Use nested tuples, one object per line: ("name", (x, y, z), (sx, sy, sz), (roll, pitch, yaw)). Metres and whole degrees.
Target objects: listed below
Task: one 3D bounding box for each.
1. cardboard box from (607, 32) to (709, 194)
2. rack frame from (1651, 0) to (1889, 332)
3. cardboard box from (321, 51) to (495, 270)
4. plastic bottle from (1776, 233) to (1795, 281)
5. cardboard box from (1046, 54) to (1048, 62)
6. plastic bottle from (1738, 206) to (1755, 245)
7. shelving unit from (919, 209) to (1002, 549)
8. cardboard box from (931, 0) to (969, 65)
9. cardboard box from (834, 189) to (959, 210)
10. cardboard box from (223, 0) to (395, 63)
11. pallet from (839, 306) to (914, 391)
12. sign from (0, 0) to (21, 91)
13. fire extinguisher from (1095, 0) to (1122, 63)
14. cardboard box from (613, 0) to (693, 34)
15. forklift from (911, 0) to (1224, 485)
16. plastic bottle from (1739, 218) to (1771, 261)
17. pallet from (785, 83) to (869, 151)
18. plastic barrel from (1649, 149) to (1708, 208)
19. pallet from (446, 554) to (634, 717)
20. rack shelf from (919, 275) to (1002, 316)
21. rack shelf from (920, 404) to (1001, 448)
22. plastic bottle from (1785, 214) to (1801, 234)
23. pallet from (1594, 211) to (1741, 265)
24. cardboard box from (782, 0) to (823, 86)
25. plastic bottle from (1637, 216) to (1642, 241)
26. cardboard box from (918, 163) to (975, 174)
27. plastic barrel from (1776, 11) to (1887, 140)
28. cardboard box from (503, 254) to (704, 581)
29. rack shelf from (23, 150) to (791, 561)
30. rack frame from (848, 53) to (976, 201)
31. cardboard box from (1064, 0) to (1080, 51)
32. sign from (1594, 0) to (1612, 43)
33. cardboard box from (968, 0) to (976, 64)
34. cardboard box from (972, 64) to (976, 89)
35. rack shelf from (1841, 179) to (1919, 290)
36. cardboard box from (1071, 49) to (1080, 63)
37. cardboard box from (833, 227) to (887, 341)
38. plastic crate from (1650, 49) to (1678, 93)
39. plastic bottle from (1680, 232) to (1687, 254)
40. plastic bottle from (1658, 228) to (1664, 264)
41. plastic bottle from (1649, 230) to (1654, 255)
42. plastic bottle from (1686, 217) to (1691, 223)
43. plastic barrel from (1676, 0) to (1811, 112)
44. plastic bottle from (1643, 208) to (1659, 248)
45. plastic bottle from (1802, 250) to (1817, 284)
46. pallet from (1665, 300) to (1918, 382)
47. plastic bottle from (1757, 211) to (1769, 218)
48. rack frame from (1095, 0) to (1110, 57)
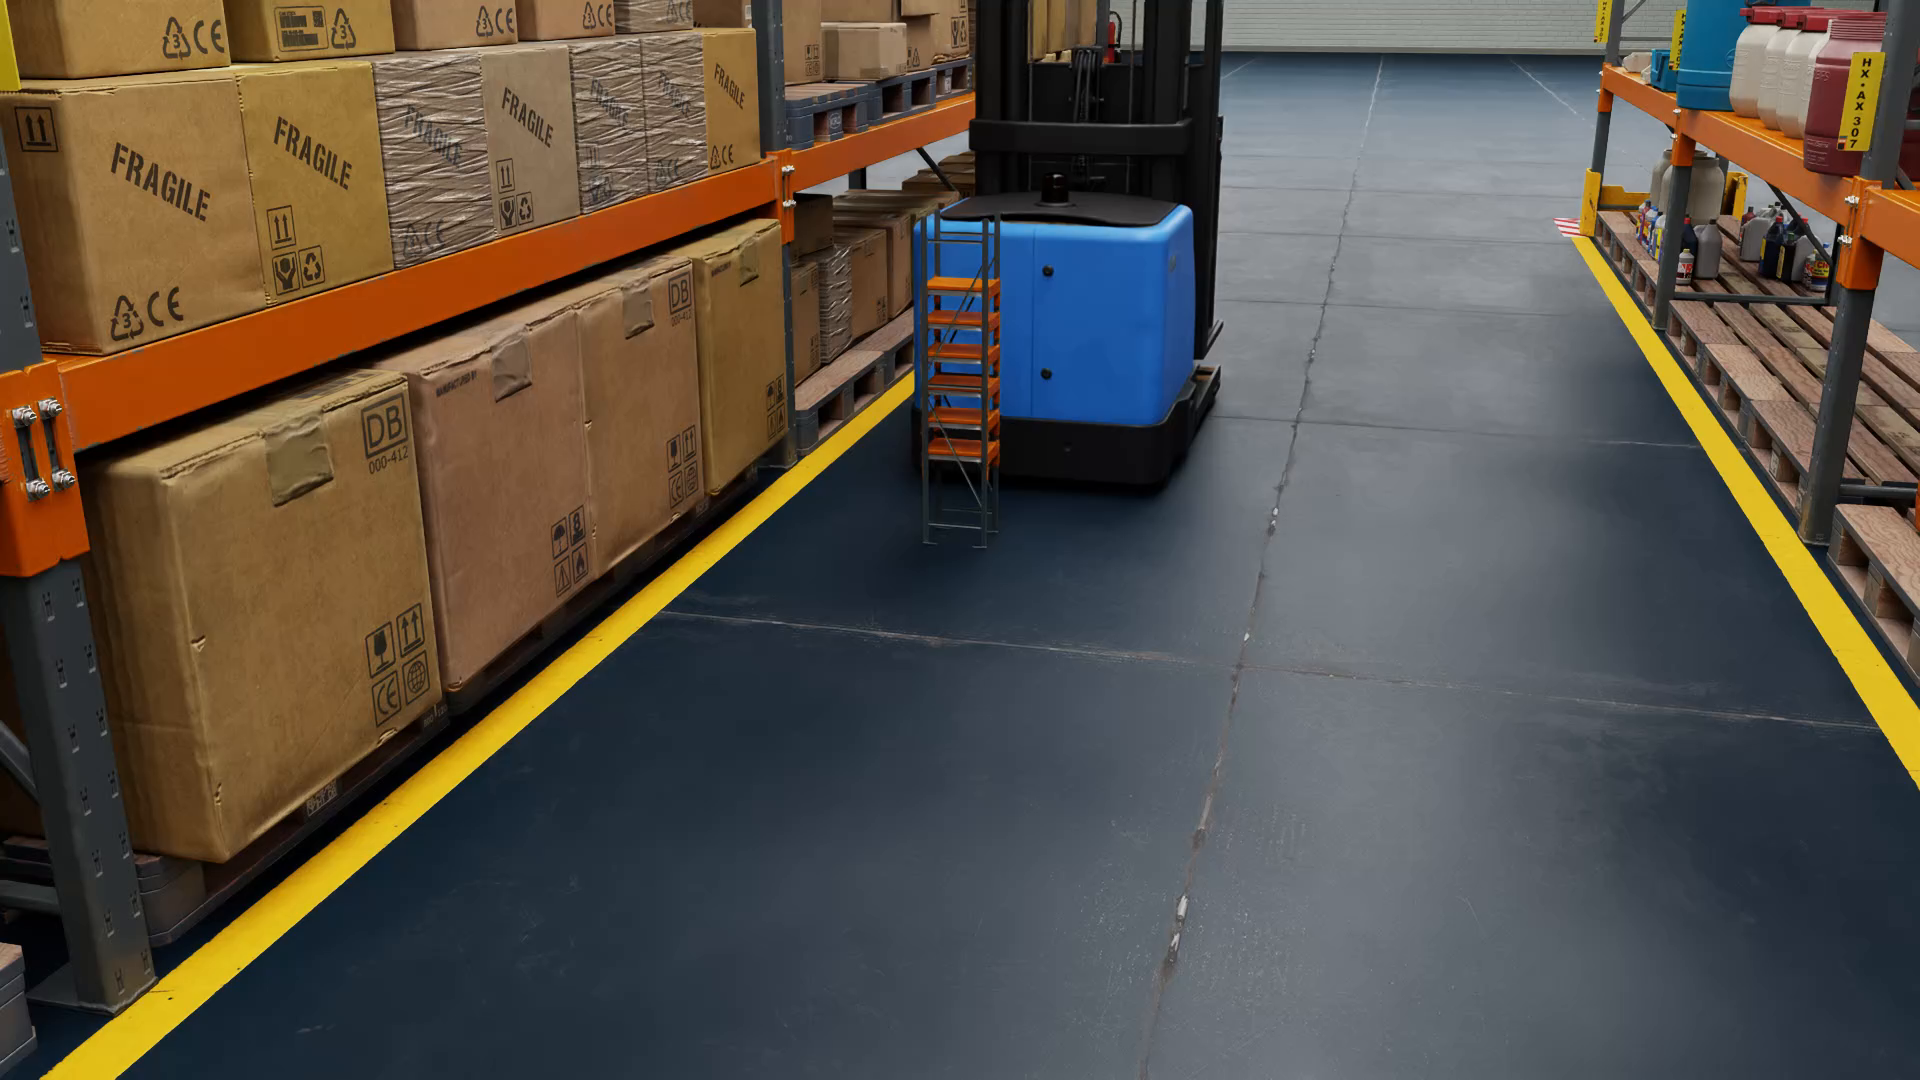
("cardboard box", (-1.205, -1.484, 5.736), (0.500, 0.500, 0.500), (4, 19, 13))
("rack frame", (4.583, -2.629, 9.244), (1.000, 3.000, 0.127), (5, 19, 13))
("cardboard box", (-1.575, -0.999, 4.317), (0.500, 0.500, 0.500), (4, 19, 12))
("plastic bottle", (5.035, -1.729, 10.130), (0.061, 0.283, 0.133), (5, 19, 13))
("cardboard box", (0.406, -3.339, 11.710), (0.380, 0.149, 0.250), (5, 19, 13))
("plastic bottle", (5.345, -2.127, 11.295), (0.061, 0.283, 0.133), (5, 19, 13))
("shelving unit", (0.004, -0.572, 6.007), (0.258, 1.200, 0.189), (5, 19, 13))
("cardboard box", (-0.550, -3.265, 9.528), (1.000, 1.000, 1.000), (5, 19, 14))
("cardboard box", (-0.391, -1.855, 10.164), (0.700, 0.500, 0.500), (3, 19, 9))
("cardboard box", (-1.847, -1.450, 4.085), (0.797, 0.503, 0.637), (5, 19, 14))
("pallet", (-0.705, -1.073, 9.002), (1.003, 0.211, 1.213), (5, 19, 13))
("sign", (-1.636, -0.917, 2.769), (0.100, 0.325, 0.005), (5, 19, 13))
("fire extinguisher", (1.232, -4.237, 14.071), (0.296, 0.674, 0.183), (5, 19, 13))
("cardboard box", (-1.392, -2.061, 5.873), (0.797, 0.503, 0.637), (5, 20, 15))
("forklift", (0.670, -2.047, 7.647), (1.130, 2.935, 3.031), (5, 19, 14))
("plastic bottle", (5.183, -1.965, 10.833), (0.152, 0.276, 0.135), (5, 19, 13))
("pallet", (-1.126, -1.908, 7.428), (1.213, 0.211, 1.003), (5, 19, 13))
("plastic barrel", (5.474, -2.692, 12.627), (0.421, 0.512, 0.421), (0, 19, 0))
("pallet", (-1.763, 0.175, 5.347), (1.003, 0.211, 1.213), (5, 19, 13))
("rack shelf", (0.004, -0.871, 5.905), (0.258, 0.103, 0.180), (5, 19, 13))
("rack shelf", (0.004, -0.417, 6.060), (0.258, 0.103, 0.180), (5, 19, 13))
("plastic bottle", (5.229, -1.863, 10.419), (0.144, 0.351, 0.185), (4, 19, 11))
("pallet", (5.384, -2.281, 12.541), (1.003, 0.211, 1.213), (5, 19, 13))
("cardboard box", (-1.065, -2.368, 7.675), (0.700, 0.500, 0.500), (8, 20, 21))
("plastic bottle", (4.790, -2.191, 11.609), (0.097, 0.201, 0.097), (0, 19, 0))
("cardboard box", (0.049, -2.338, 11.611), (0.500, 0.500, 0.500), (12, 22, 31))
("plastic barrel", (3.852, -2.045, 7.325), (0.433, 0.535, 0.433), (0, 19, 0))
("cardboard box", (-1.611, -0.466, 5.550), (1.225, 0.875, 0.875), (5, 19, 14))
("rack shelf", (-1.686, -0.799, 5.000), (1.077, 0.370, 4.000), (5, 19, 13))
("rack frame", (-0.220, -3.020, 10.389), (1.000, 3.000, 0.127), (5, 19, 13))
("cardboard box", (0.427, -3.972, 12.562), (0.875, 0.500, 0.500), (5, 19, 13))
("sign", (5.028, -4.059, 13.001), (0.100, 0.325, 0.005), (5, 19, 13))
("cardboard box", (-0.050, -3.344, 10.724), (0.875, 0.500, 0.500), (5, 19, 13))
("cardboard box", (0.124, -2.945, 10.558), (0.380, 0.149, 0.250), (5, 19, 13))
("rack shelf", (3.117, -0.408, 3.855), (1.077, 0.370, 4.000), (5, 19, 13))
("cardboard box", (0.739, -3.812, 13.095), (0.380, 0.149, 0.250), (5, 19, 13))
("cardboard box", (-0.798, -1.356, 8.705), (0.700, 0.500, 0.500), (6, 20, 18))
("plastic crate", (4.590, -2.927, 10.347), (0.499, 0.251, 0.616), (5, 19, 13))
("plastic bottle", (4.381, -1.729, 10.130), (0.061, 0.283, 0.133), (6, 20, 16))
("plastic bottle", (4.507, -1.891, 10.605), (0.061, 0.283, 0.133), (6, 20, 17))
("plastic bottle", (4.633, -1.989, 11.018), (0.097, 0.201, 0.097), (0, 19, 0))
("plastic bottle", (4.692, -1.938, 10.742), (0.061, 0.283, 0.133), (5, 19, 13))
("plastic barrel", (4.195, -2.769, 8.879), (0.600, 0.901, 0.708), (5, 19, 13))
("plastic bottle", (4.707, -2.117, 11.287), (0.097, 0.271, 0.097), (0, 19, 0))
("plastic bottle", (5.136, -1.642, 10.003), (0.097, 0.201, 0.097), (0, 19, 0))
("pallet", (4.429, -1.060, 8.965), (1.003, 0.211, 1.213), (5, 19, 13))
("plastic bottle", (5.415, -2.072, 11.145), (0.152, 0.276, 0.135), (4, 19, 12))
("rack frame", (0.757, -4.274, 14.060), (1.000, 3.000, 0.127), (5, 19, 13))
